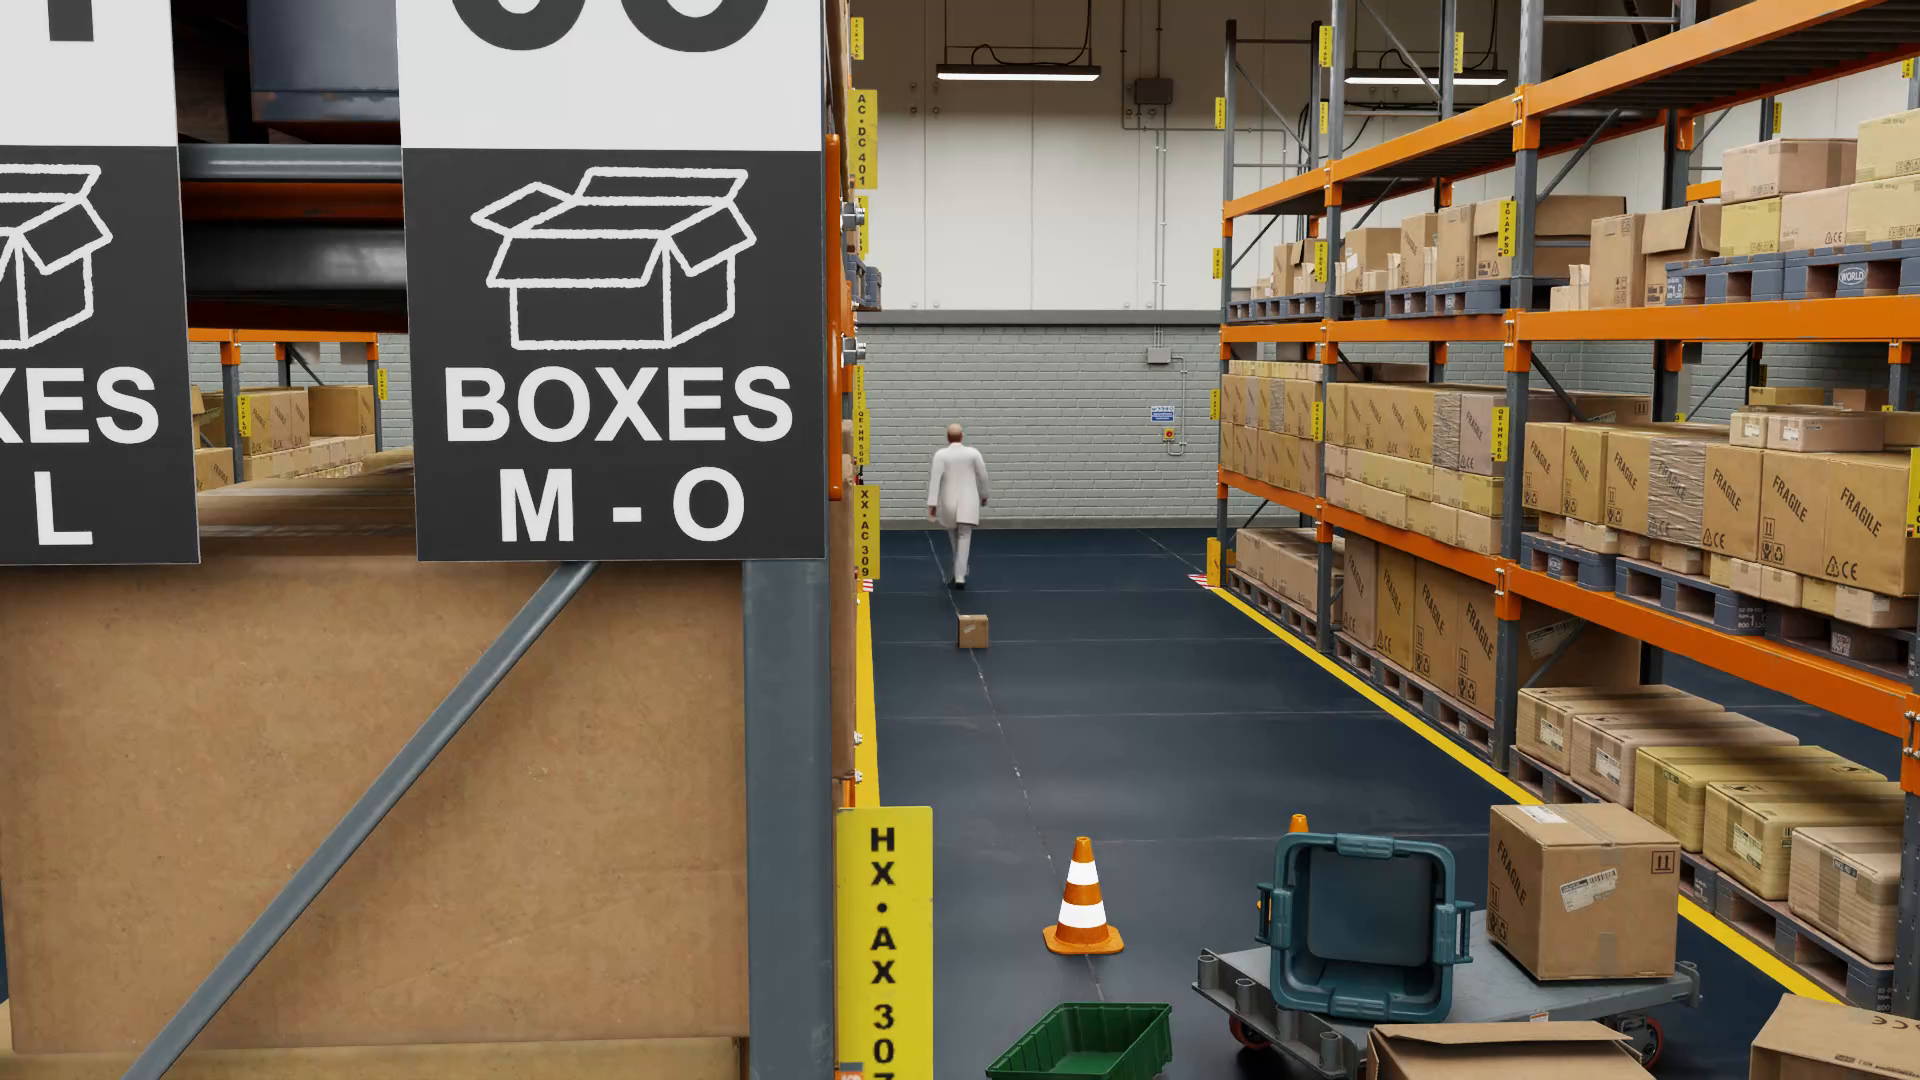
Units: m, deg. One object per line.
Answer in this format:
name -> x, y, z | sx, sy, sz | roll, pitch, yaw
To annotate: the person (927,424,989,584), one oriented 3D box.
person -> -0.016, -0.412, 18.182 | 0.650, 1.724, 1.052 | 1, 7, 5
